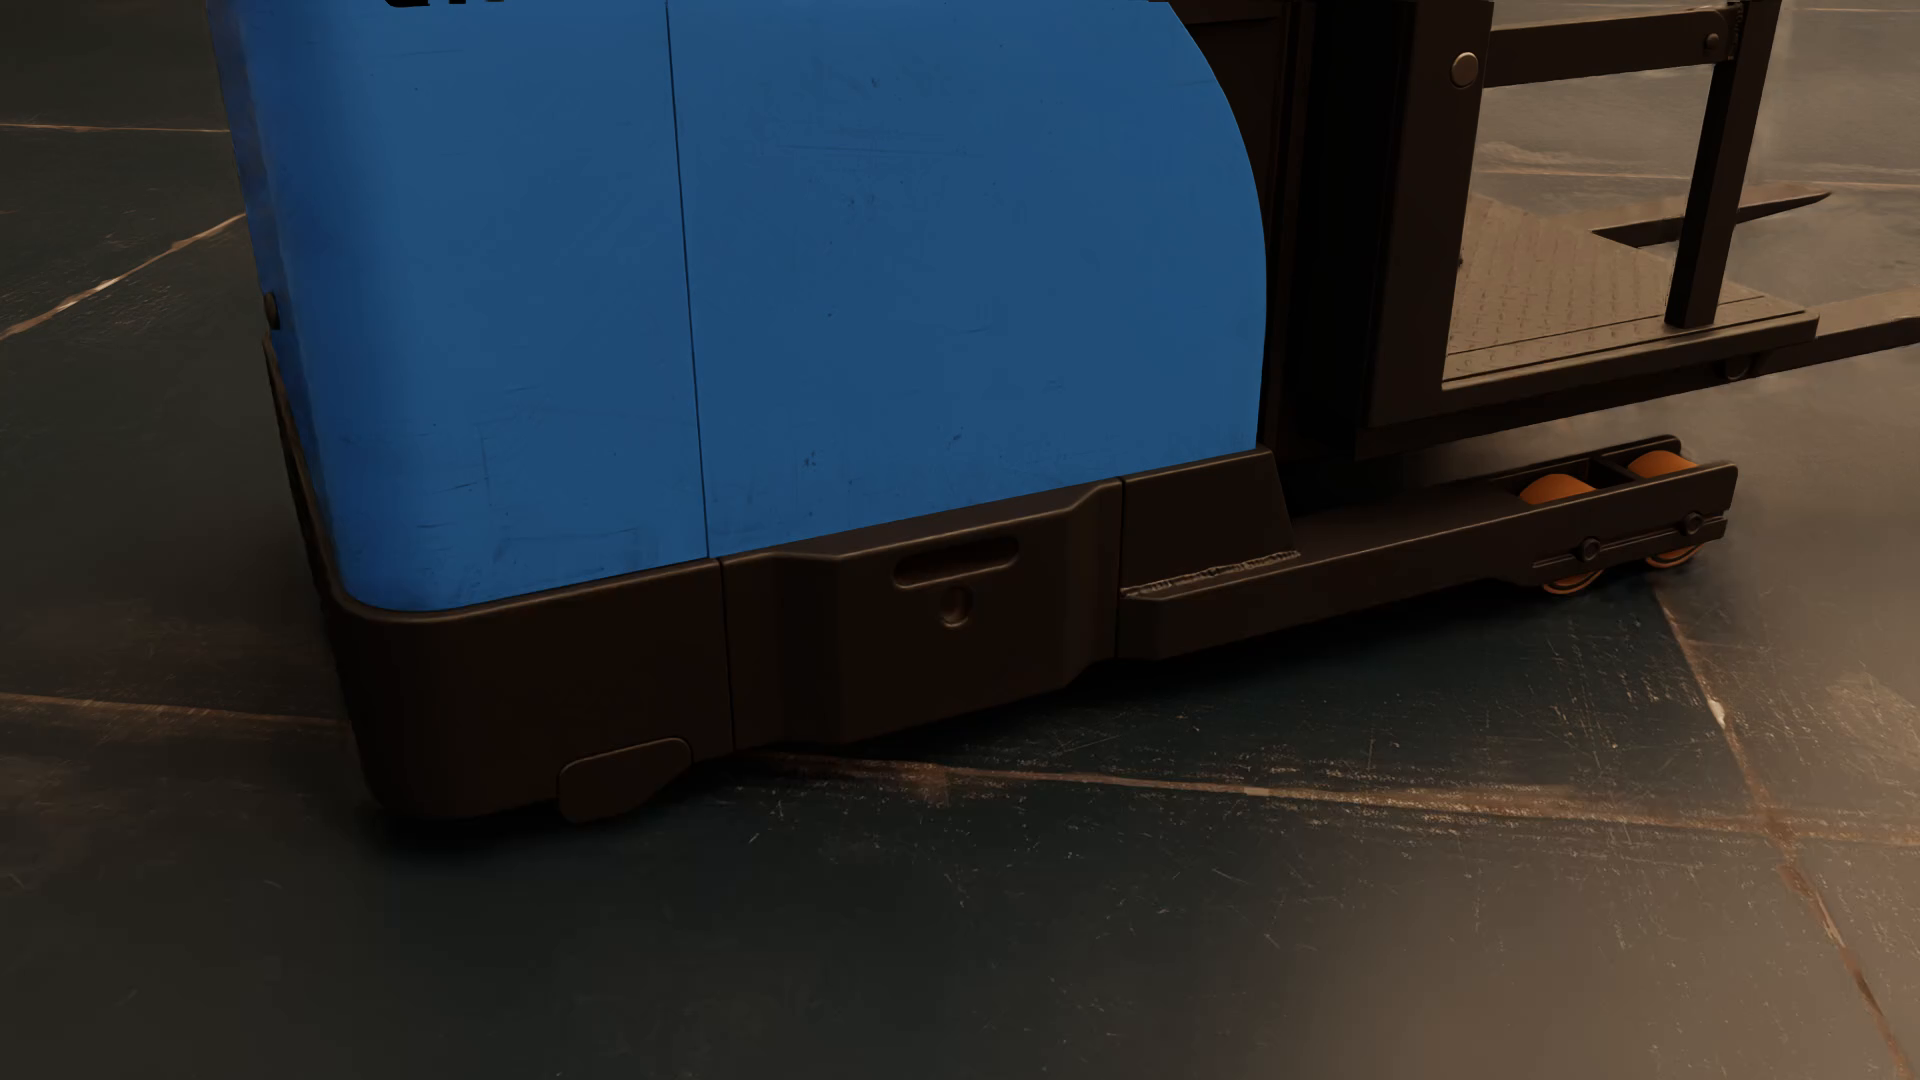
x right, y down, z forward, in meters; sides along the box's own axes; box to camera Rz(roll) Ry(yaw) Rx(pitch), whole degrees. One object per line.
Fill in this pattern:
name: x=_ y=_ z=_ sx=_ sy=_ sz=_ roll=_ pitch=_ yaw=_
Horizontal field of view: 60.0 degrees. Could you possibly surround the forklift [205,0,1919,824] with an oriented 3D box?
forklift: x=0.553 y=-1.436 z=2.094 sx=3.031 sy=2.935 sz=1.130 roll=-12 pitch=29 yaw=-22
